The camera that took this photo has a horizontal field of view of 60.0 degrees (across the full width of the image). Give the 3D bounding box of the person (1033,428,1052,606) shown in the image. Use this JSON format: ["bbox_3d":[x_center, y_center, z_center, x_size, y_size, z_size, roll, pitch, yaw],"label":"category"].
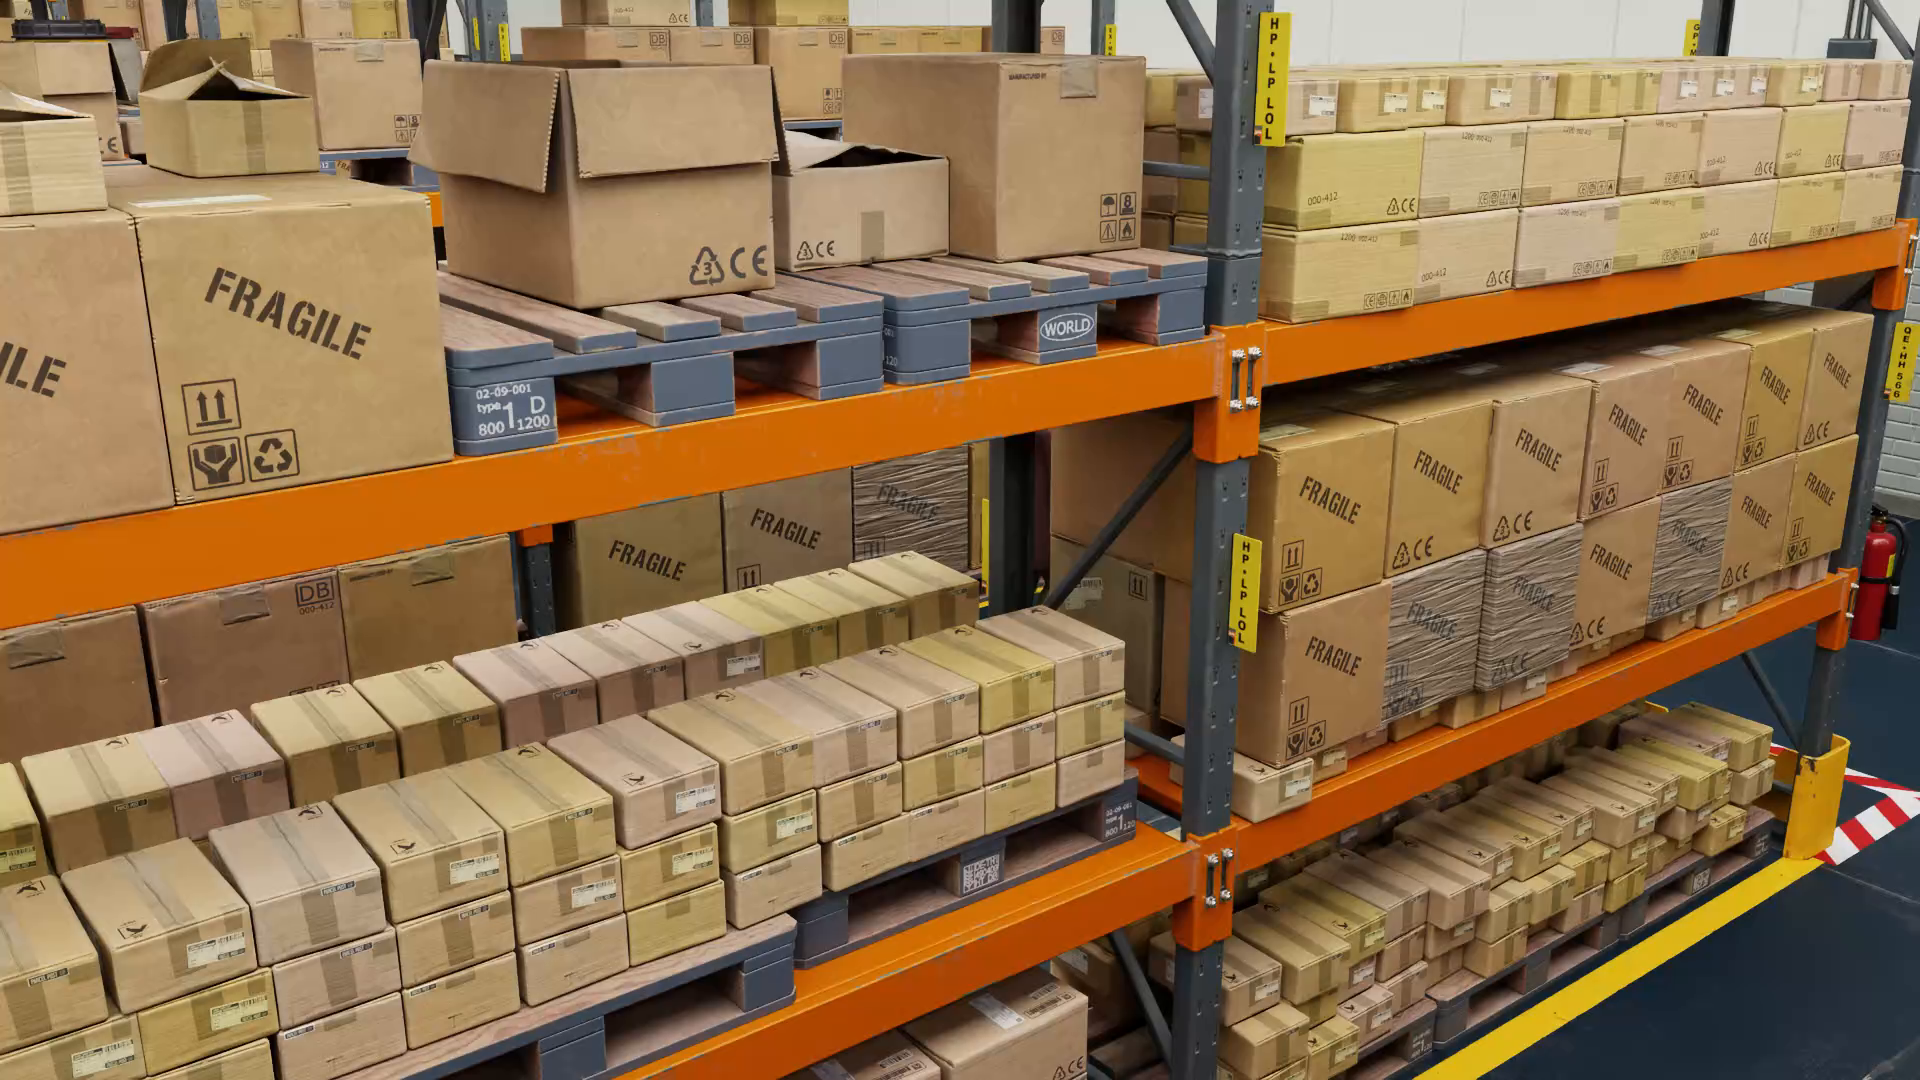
[{"bbox_3d":[0.425,-0.123,9.586,0.432,1.719,0.591,-13,21,-35],"label":"person"}]
